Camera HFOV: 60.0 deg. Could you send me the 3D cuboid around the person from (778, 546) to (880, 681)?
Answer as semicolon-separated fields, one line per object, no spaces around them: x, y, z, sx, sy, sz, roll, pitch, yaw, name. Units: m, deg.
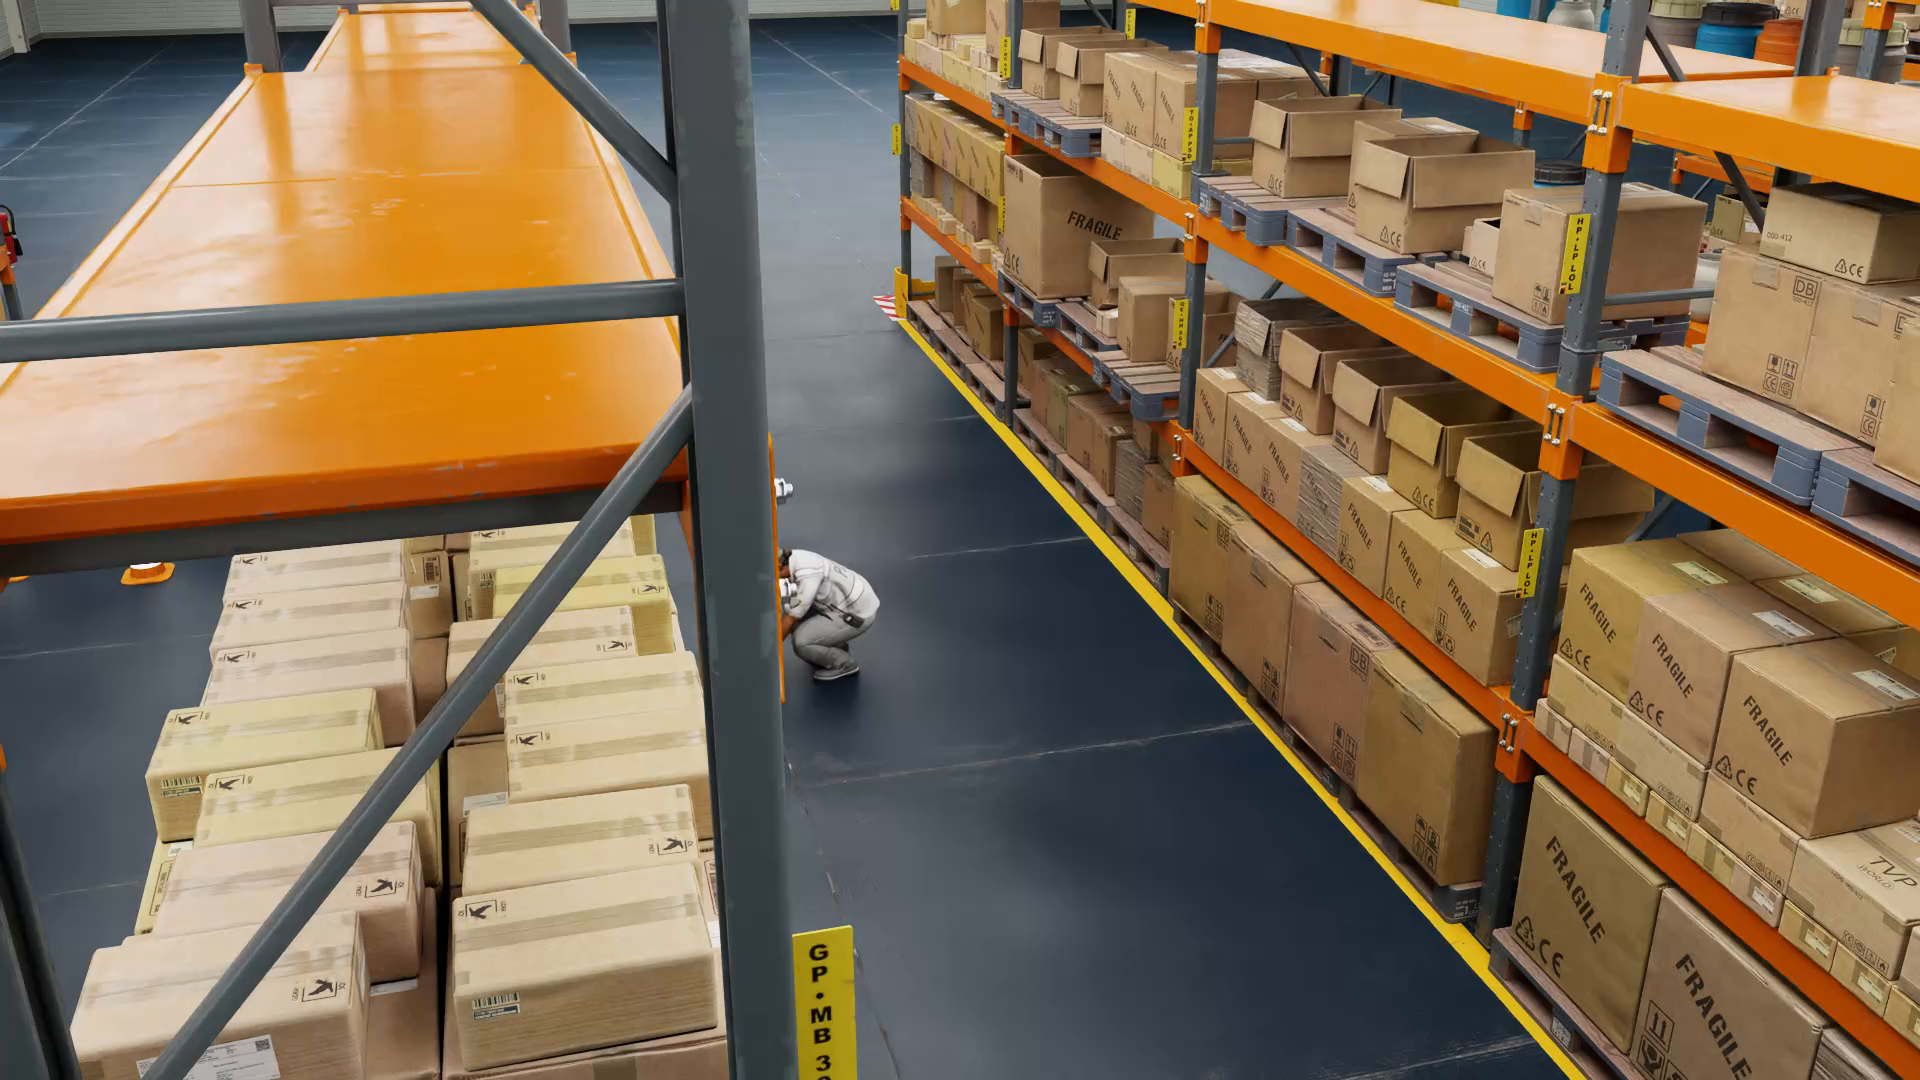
-0.948;0.417;10.614;0.860;0.930;0.528;-6;24;-14;person
